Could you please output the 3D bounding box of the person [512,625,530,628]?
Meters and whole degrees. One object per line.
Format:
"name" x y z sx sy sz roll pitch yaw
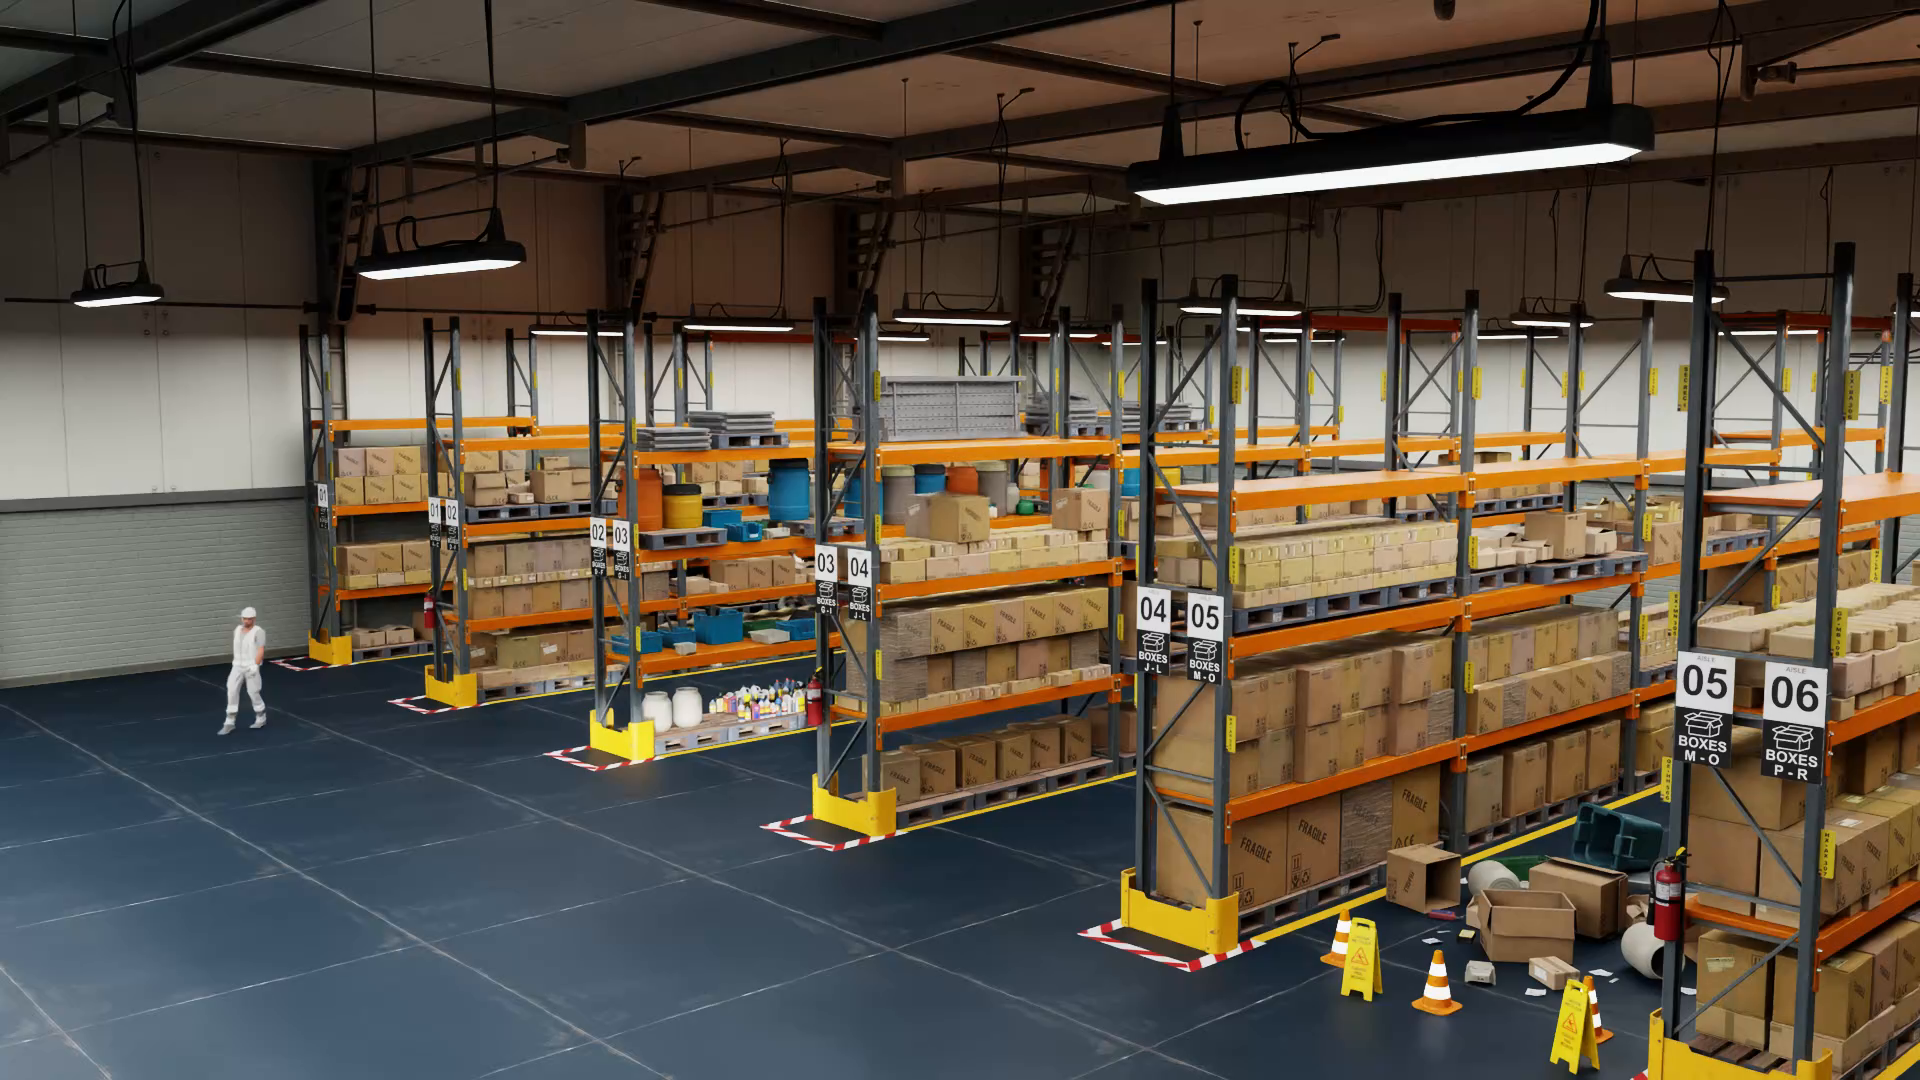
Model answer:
"person" -7.514 1.448 28.785 0.535 1.653 0.640 4 7 36

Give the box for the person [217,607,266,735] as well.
"person" -10.316 1.873 23.904 0.559 1.790 0.756 1 6 10

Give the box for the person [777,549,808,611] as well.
"person" -3.504 0.872 34.214 0.559 1.620 1.022 5 7 39
